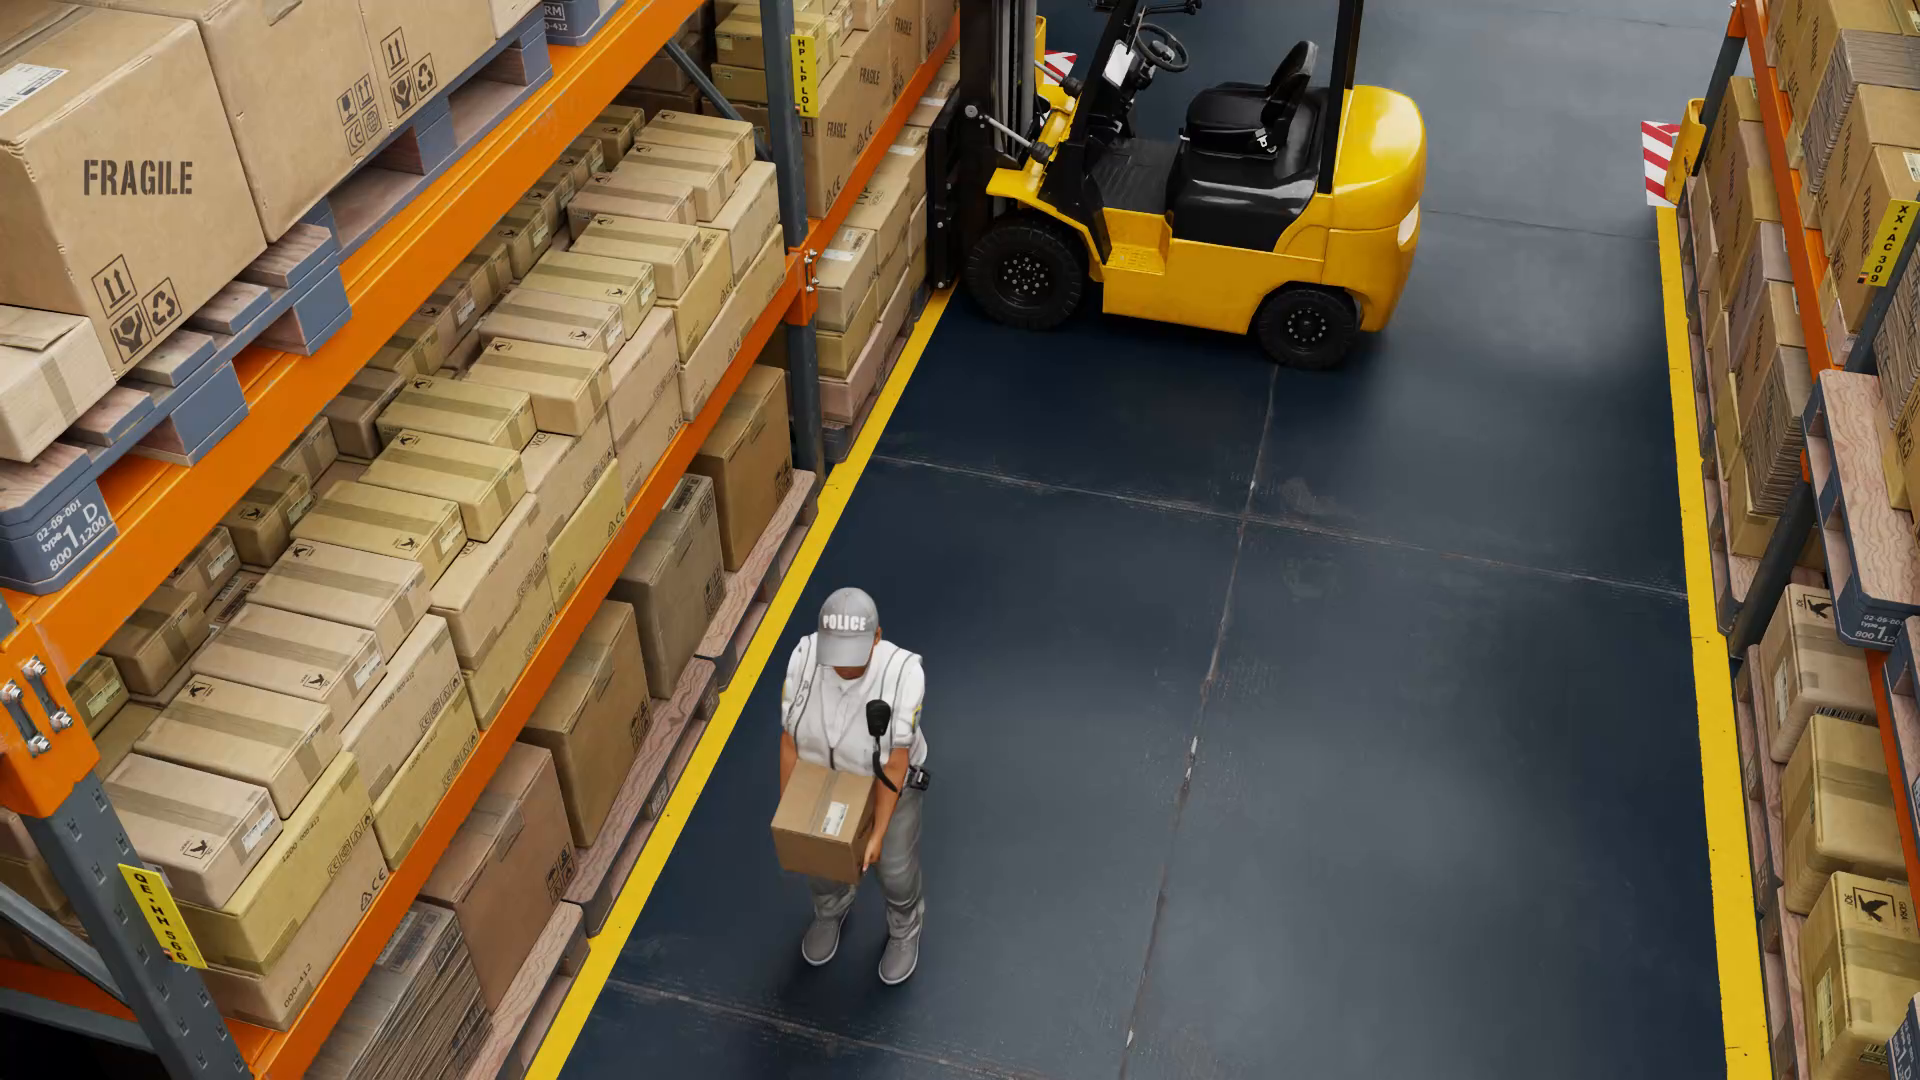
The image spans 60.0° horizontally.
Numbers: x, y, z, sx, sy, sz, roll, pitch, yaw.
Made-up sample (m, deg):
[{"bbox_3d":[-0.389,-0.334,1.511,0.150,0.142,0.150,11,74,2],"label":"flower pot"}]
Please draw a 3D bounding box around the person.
[{"bbox_3d":[-0.337,0.810,5.244,0.452,1.661,0.552,10,42,12],"label":"person"}]
